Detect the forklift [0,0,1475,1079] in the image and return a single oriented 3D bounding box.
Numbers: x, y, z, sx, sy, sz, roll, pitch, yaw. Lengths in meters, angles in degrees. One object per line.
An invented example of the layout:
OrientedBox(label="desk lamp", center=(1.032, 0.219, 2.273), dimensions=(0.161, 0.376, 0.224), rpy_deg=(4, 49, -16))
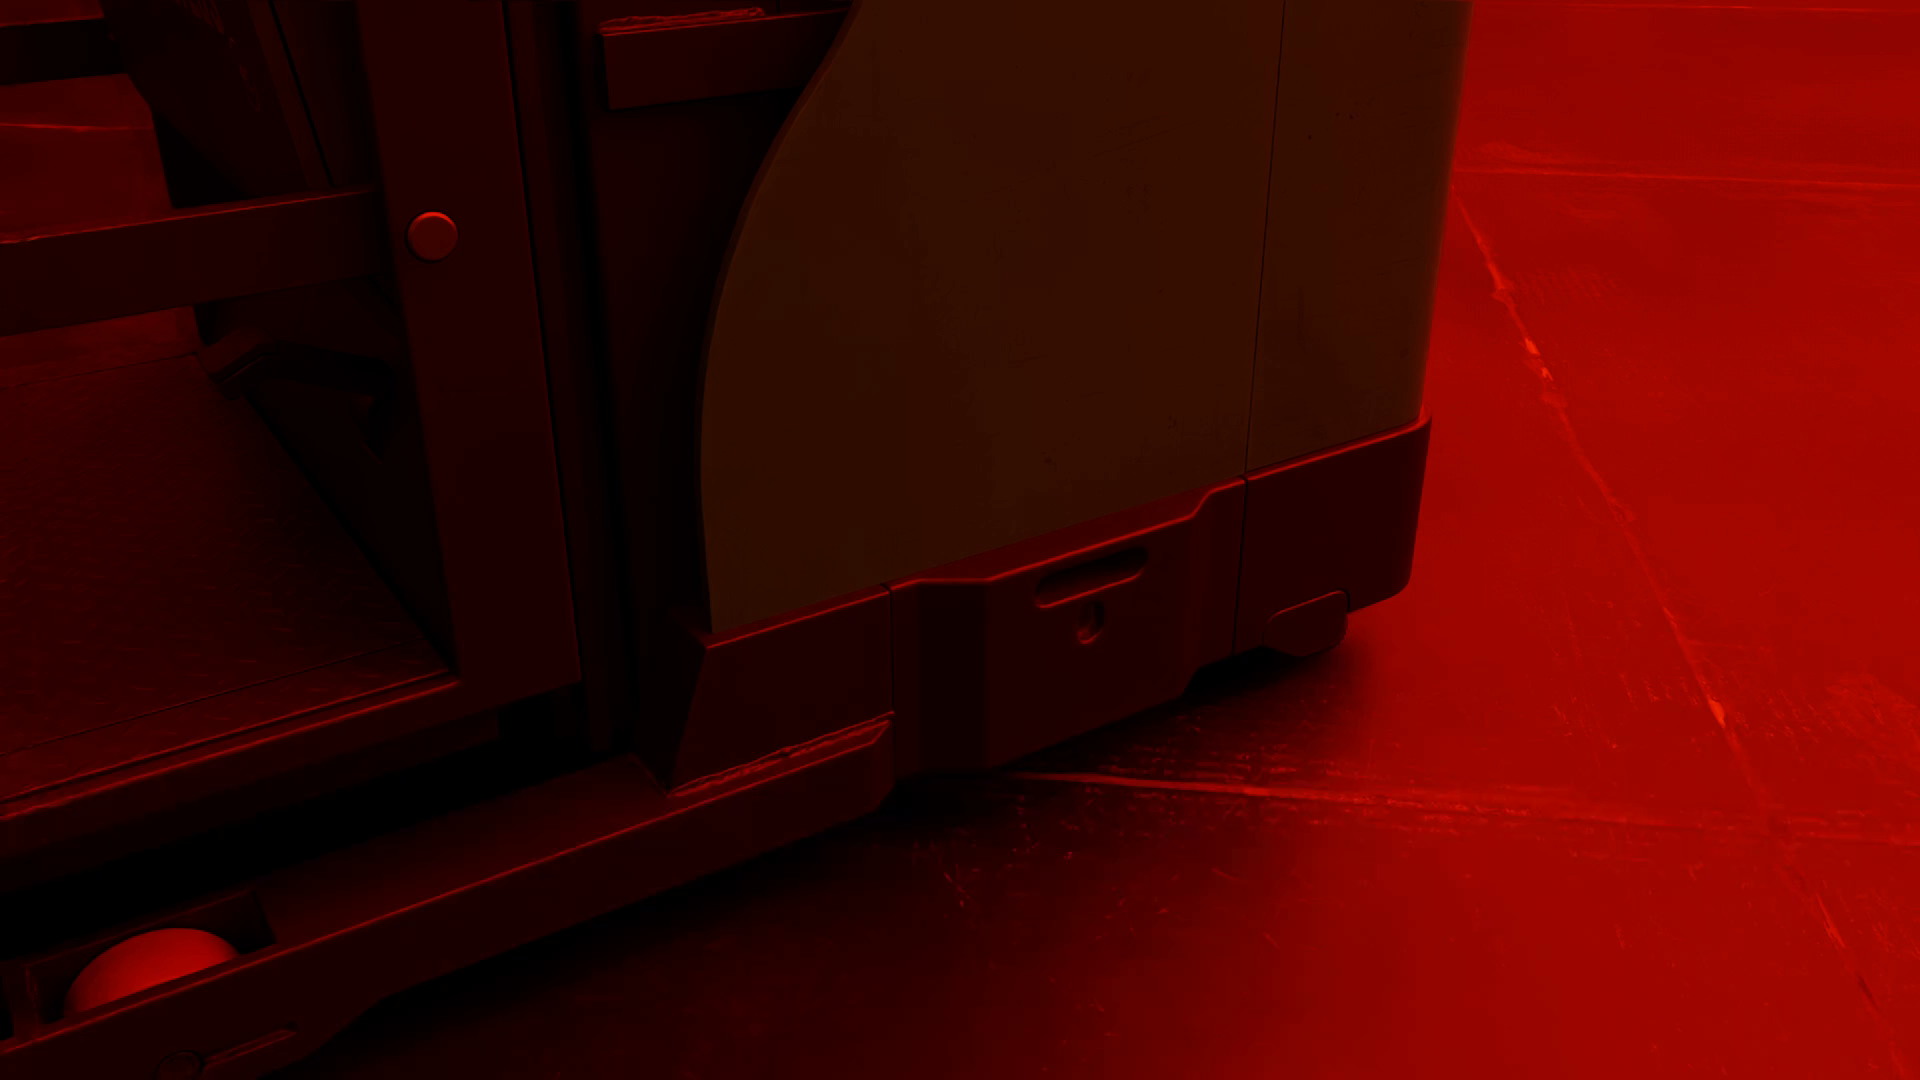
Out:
OrientedBox(label="forklift", center=(-0.902, -1.018, 1.258), dimensions=(3.031, 2.935, 1.130), rpy_deg=(-16, 31, -30))
